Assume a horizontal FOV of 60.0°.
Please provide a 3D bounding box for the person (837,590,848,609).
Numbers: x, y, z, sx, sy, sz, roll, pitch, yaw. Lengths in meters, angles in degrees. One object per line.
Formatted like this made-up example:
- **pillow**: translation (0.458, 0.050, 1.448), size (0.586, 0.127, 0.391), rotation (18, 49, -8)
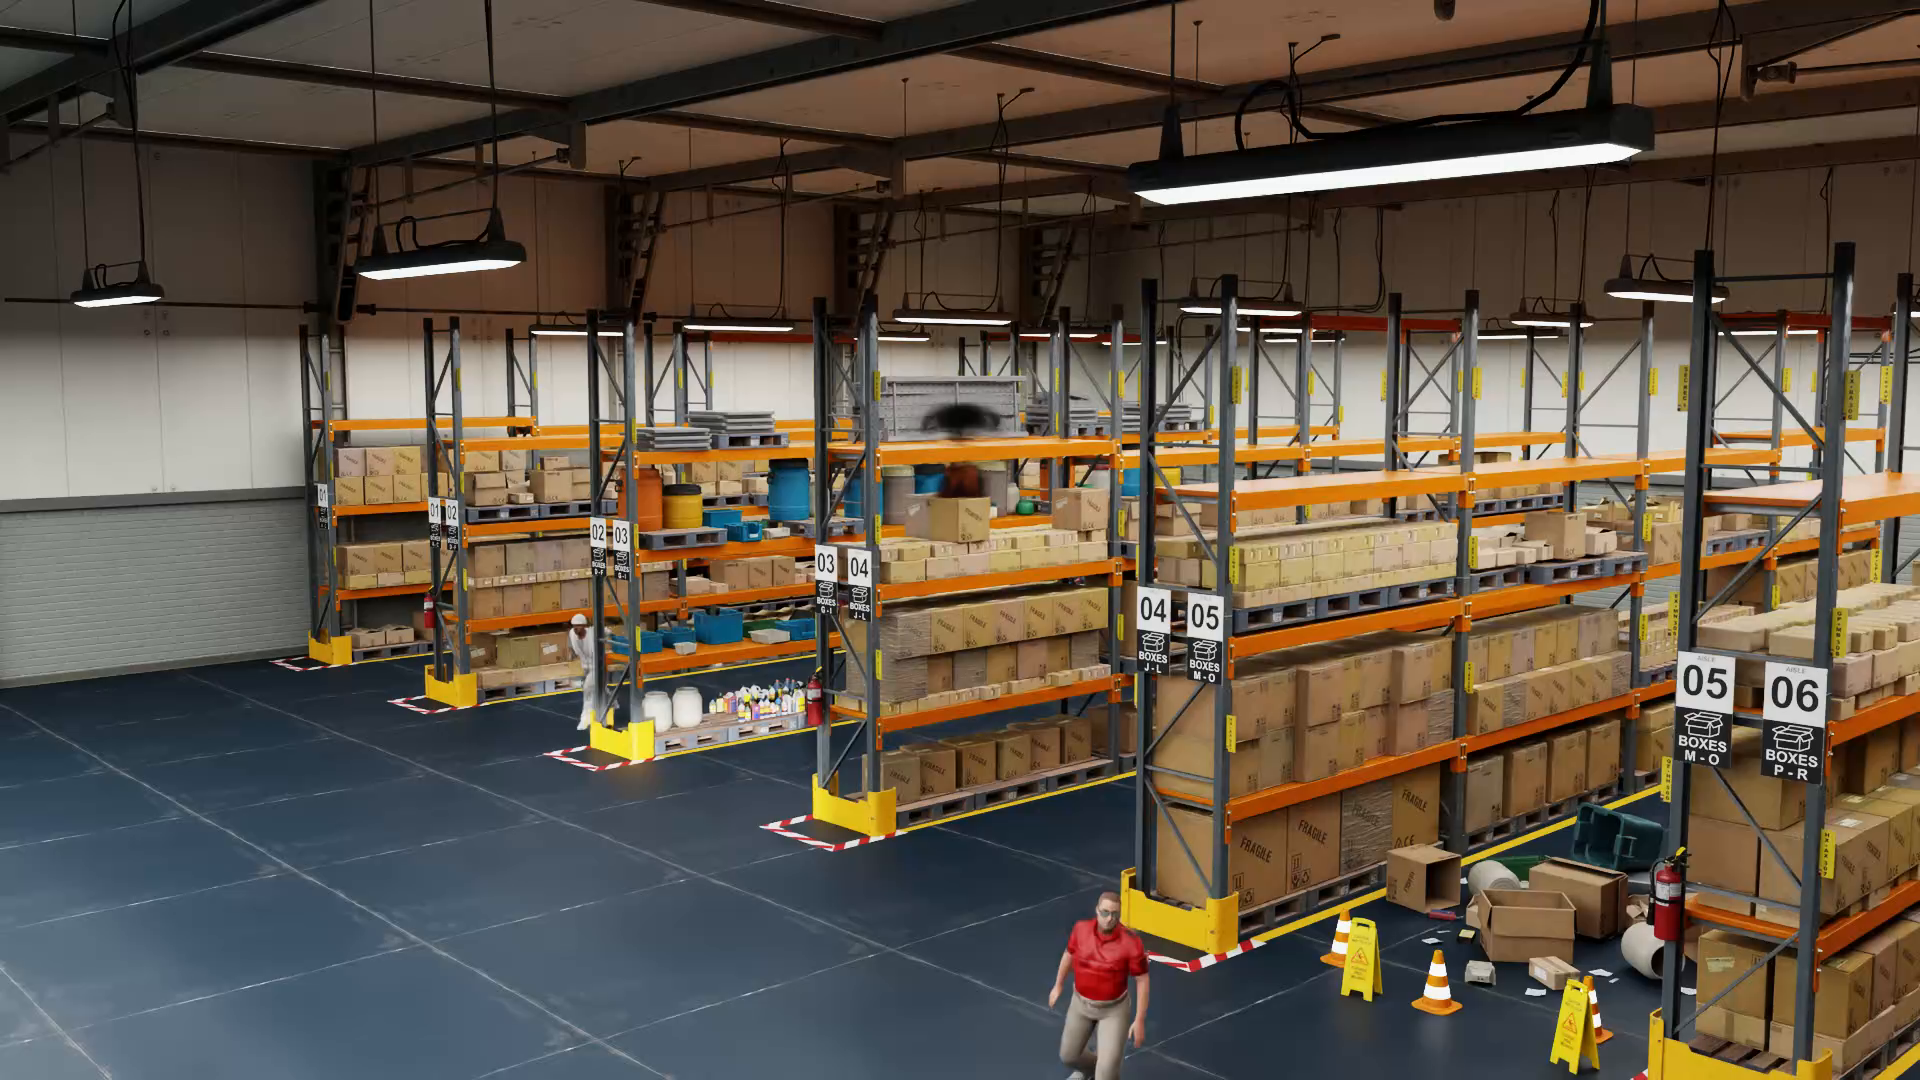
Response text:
- **person**: translation (-2.594, 0.737, 35.564), size (0.662, 1.708, 0.743), rotation (3, 7, 29)

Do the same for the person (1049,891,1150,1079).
- **person**: translation (0.980, 3.177, 11.482), size (0.743, 1.668, 0.726), rotation (2, 6, 19)

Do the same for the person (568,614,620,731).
- **person**: translation (-5.319, 1.893, 24.321), size (0.715, 1.732, 1.028), rotation (3, 6, 26)
